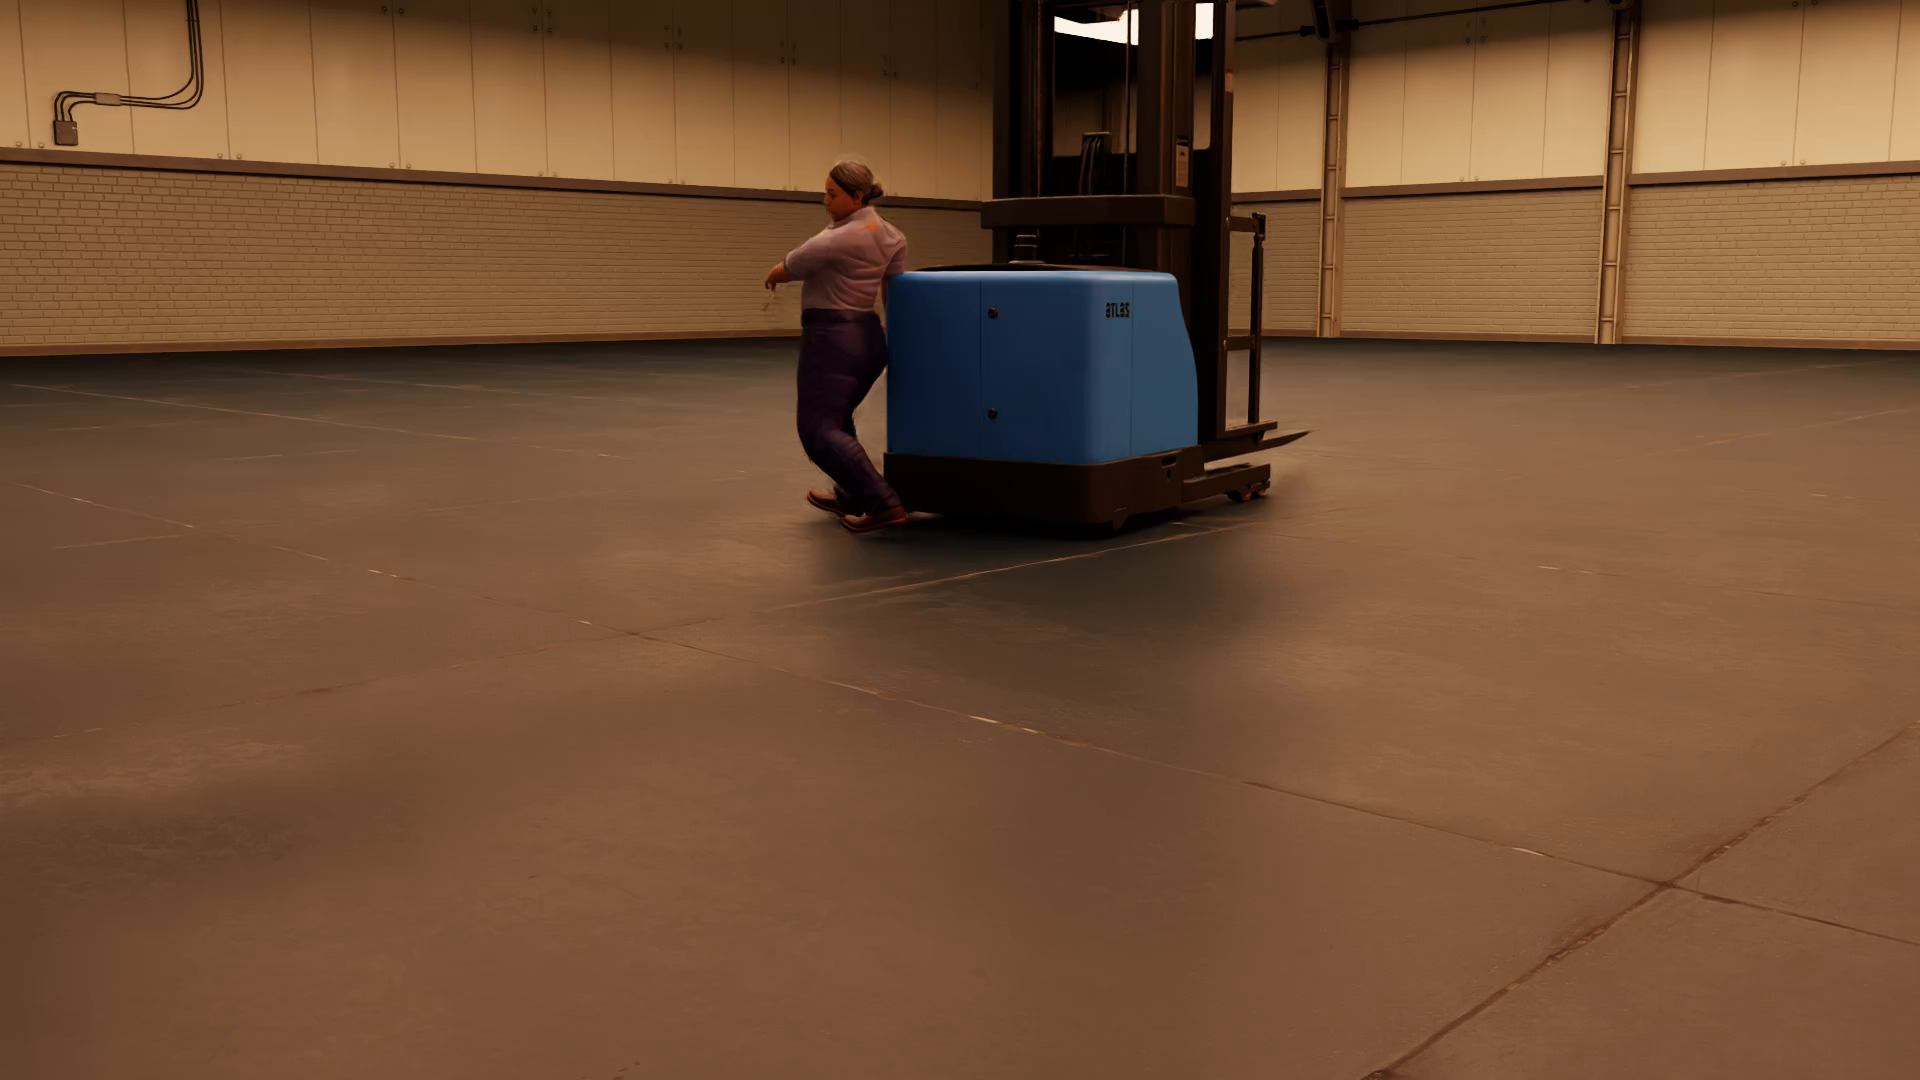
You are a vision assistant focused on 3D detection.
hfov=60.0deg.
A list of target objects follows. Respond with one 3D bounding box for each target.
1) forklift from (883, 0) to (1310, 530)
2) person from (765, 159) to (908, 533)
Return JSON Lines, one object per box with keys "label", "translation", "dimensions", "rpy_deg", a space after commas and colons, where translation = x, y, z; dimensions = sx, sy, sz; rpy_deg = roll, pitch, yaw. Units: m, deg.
{"label": "forklift", "translation": [0.867, -1.667, 7.944], "dimensions": [1.130, 2.935, 3.031], "rpy_deg": [5, 10, 31]}
{"label": "person", "translation": [-0.476, -0.808, 7.004], "dimensions": [0.833, 1.520, 0.740], "rpy_deg": [4, 9, 24]}
